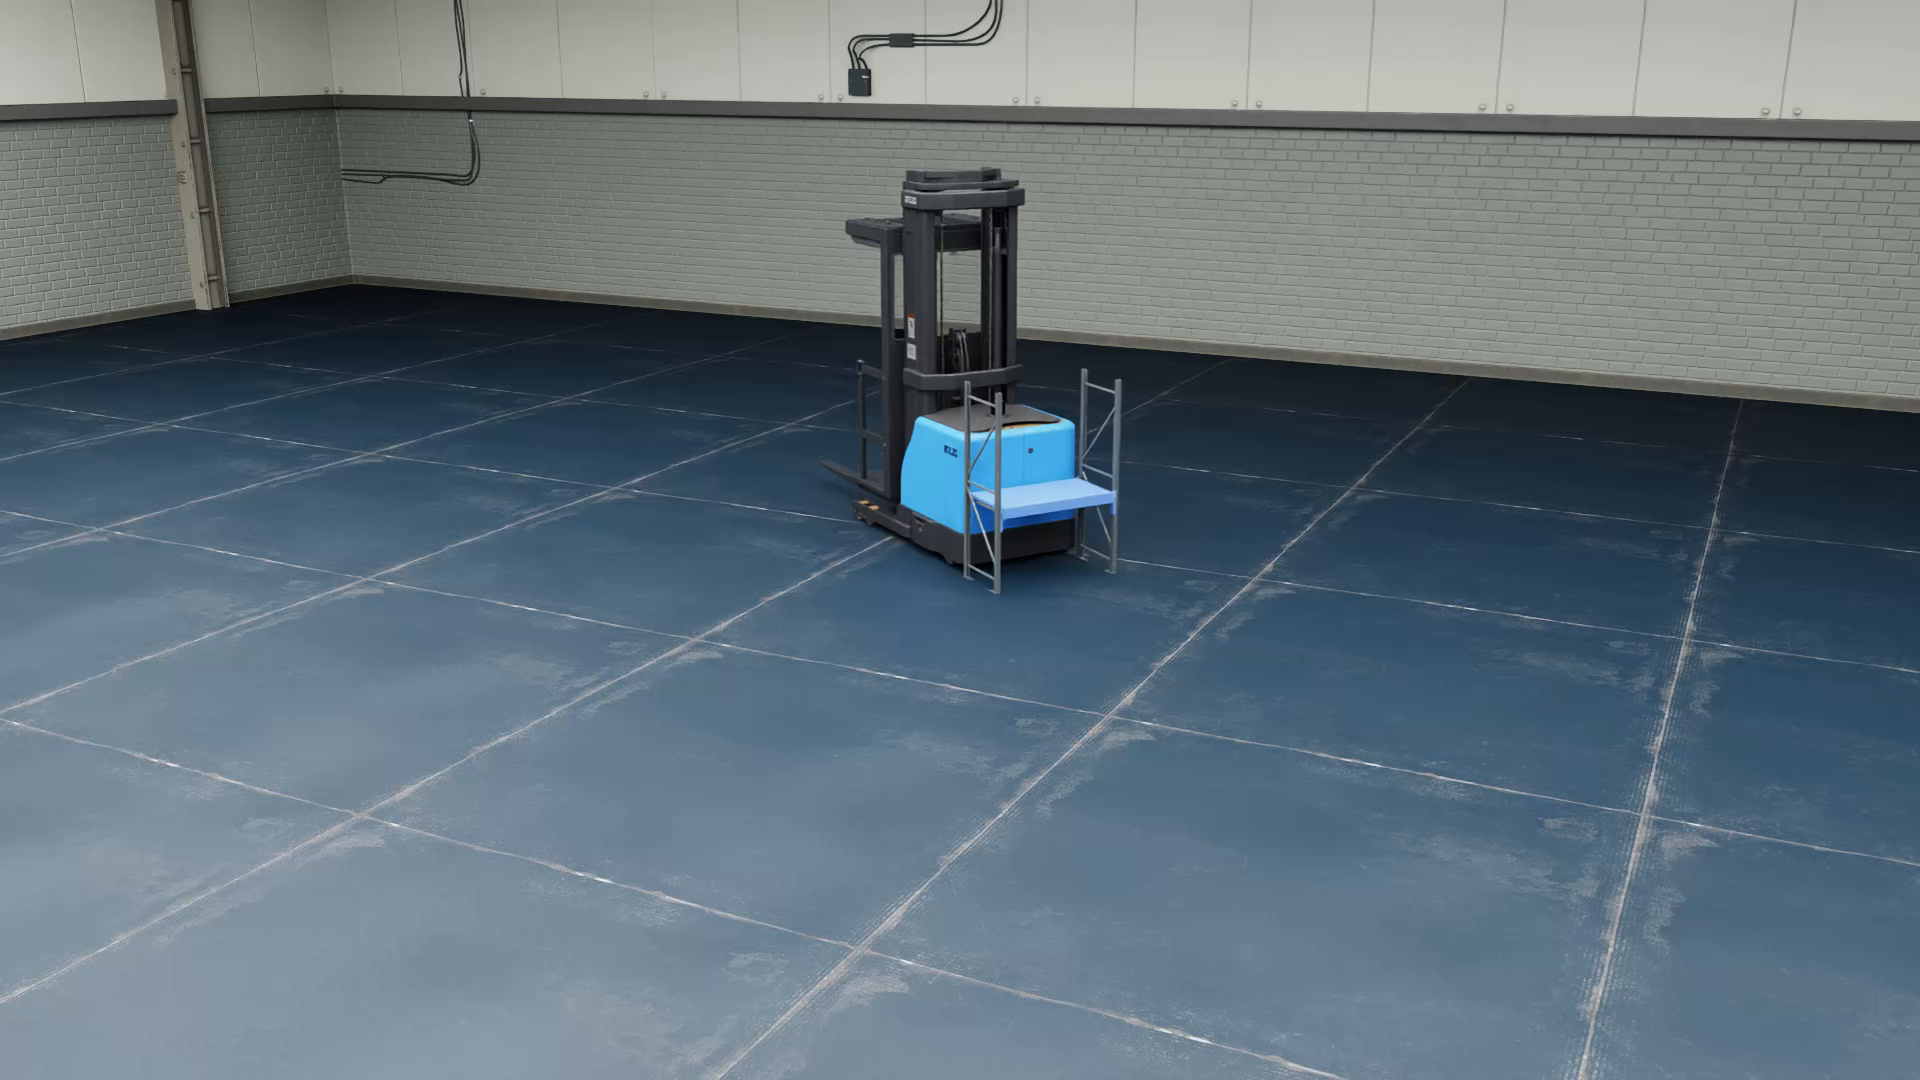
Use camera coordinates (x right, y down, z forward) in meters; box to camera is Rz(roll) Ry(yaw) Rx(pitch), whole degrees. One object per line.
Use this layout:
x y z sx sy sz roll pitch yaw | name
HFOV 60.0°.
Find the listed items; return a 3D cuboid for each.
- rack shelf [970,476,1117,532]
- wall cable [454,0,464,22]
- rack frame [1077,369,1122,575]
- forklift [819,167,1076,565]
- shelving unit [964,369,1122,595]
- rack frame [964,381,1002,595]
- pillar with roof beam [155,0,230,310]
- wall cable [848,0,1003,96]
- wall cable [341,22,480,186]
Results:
0.608 -0.276 12.450 1.000 0.185 0.538 -9 19 -28 | rack shelf
-6.560 -9.052 24.781 3.097 2.526 0.112 8 18 25 | wall cable
1.054 -0.518 12.633 0.032 1.500 0.500 -9 19 -28 | rack frame
-0.252 -1.584 13.711 1.130 2.935 3.031 -9 19 -28 | forklift
0.609 -0.448 12.398 1.048 1.500 0.538 -9 19 -28 | shelving unit
0.163 -0.379 12.163 0.032 1.500 0.500 -9 19 -28 | rack frame
-7.628 -7.334 22.412 9.100 9.000 0.400 8 18 25 | pillar with roof beam
-0.494 -8.882 21.652 2.305 6.003 0.169 8 18 25 | wall cable
-8.980 -6.976 26.658 3.097 2.526 0.112 8 18 25 | wall cable
